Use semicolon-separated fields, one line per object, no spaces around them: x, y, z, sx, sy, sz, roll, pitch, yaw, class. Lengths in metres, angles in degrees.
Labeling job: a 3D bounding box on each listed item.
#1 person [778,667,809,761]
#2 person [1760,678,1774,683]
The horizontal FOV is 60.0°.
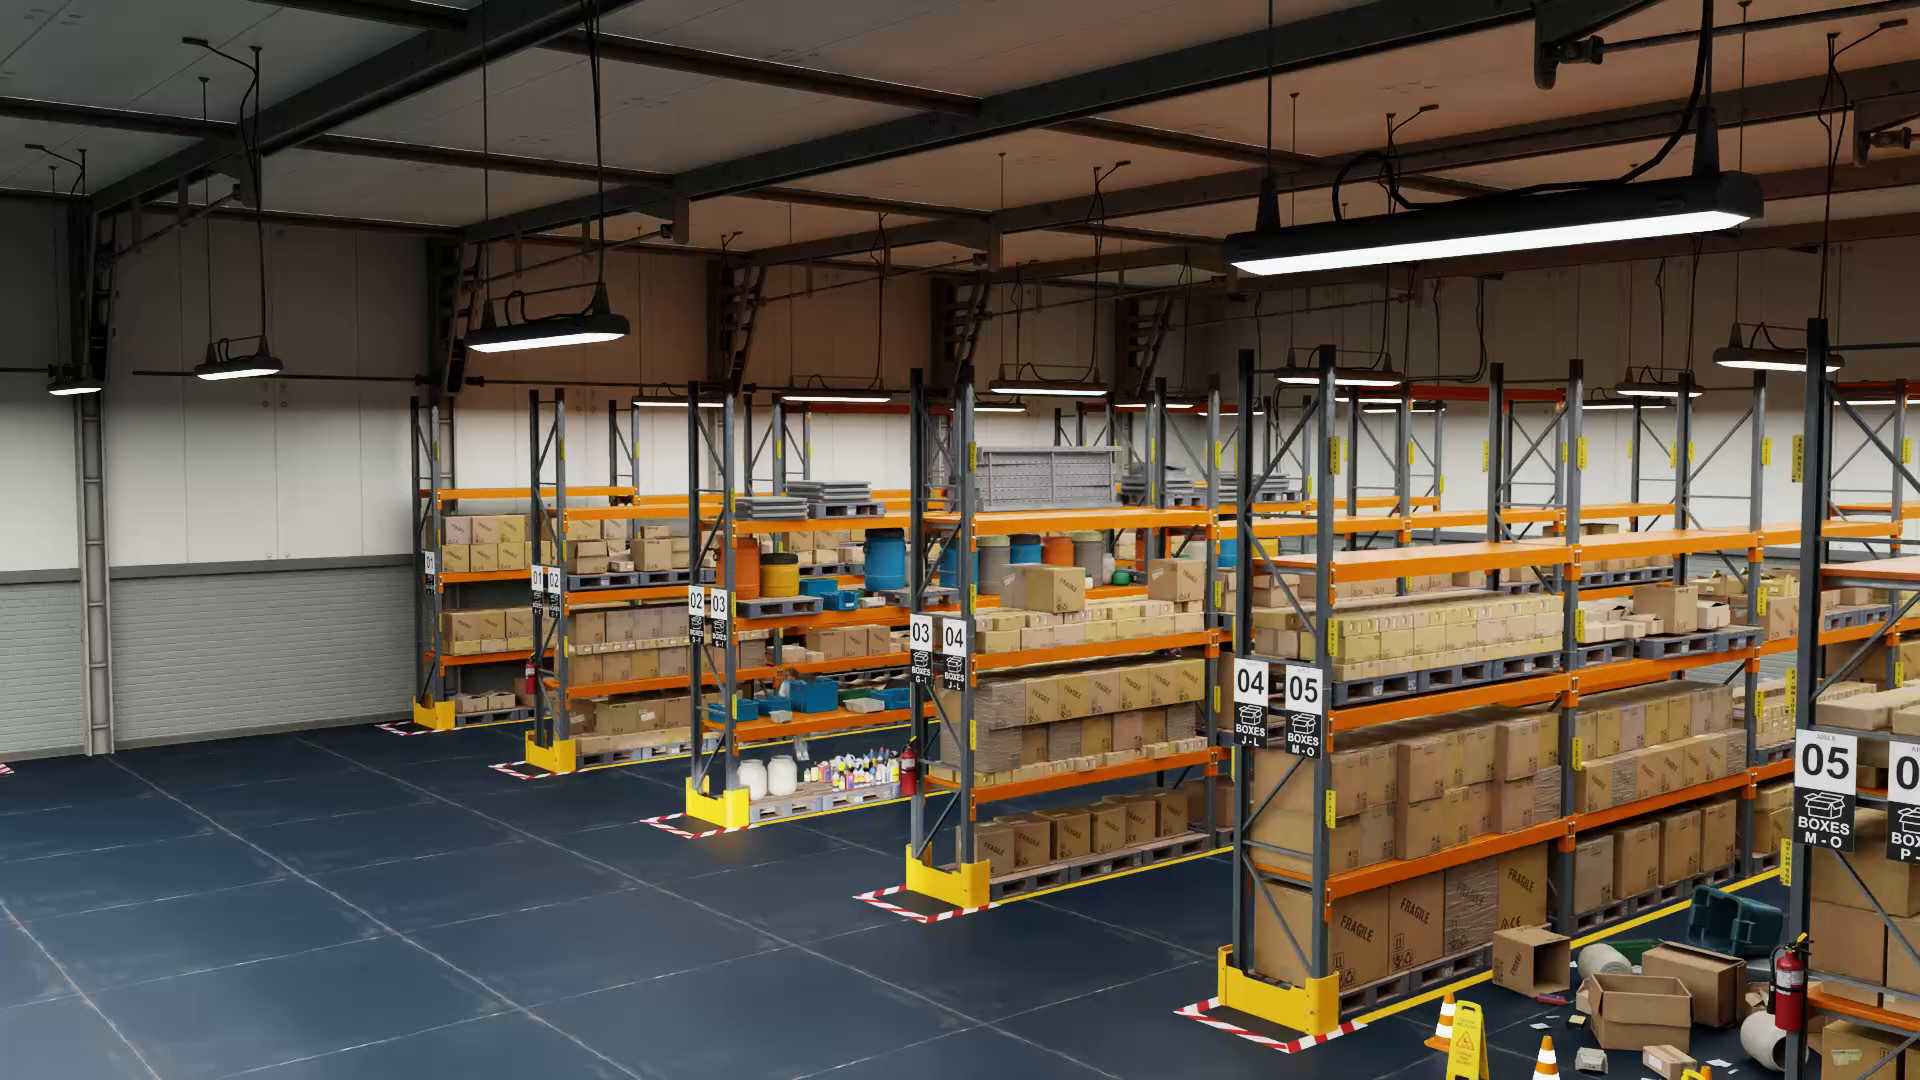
-2.673;2.810;26.824;0.475;1.557;0.805;1;3;11;person
12.109;2.890;24.838;0.783;1.666;0.531;-2;4;-36;person
